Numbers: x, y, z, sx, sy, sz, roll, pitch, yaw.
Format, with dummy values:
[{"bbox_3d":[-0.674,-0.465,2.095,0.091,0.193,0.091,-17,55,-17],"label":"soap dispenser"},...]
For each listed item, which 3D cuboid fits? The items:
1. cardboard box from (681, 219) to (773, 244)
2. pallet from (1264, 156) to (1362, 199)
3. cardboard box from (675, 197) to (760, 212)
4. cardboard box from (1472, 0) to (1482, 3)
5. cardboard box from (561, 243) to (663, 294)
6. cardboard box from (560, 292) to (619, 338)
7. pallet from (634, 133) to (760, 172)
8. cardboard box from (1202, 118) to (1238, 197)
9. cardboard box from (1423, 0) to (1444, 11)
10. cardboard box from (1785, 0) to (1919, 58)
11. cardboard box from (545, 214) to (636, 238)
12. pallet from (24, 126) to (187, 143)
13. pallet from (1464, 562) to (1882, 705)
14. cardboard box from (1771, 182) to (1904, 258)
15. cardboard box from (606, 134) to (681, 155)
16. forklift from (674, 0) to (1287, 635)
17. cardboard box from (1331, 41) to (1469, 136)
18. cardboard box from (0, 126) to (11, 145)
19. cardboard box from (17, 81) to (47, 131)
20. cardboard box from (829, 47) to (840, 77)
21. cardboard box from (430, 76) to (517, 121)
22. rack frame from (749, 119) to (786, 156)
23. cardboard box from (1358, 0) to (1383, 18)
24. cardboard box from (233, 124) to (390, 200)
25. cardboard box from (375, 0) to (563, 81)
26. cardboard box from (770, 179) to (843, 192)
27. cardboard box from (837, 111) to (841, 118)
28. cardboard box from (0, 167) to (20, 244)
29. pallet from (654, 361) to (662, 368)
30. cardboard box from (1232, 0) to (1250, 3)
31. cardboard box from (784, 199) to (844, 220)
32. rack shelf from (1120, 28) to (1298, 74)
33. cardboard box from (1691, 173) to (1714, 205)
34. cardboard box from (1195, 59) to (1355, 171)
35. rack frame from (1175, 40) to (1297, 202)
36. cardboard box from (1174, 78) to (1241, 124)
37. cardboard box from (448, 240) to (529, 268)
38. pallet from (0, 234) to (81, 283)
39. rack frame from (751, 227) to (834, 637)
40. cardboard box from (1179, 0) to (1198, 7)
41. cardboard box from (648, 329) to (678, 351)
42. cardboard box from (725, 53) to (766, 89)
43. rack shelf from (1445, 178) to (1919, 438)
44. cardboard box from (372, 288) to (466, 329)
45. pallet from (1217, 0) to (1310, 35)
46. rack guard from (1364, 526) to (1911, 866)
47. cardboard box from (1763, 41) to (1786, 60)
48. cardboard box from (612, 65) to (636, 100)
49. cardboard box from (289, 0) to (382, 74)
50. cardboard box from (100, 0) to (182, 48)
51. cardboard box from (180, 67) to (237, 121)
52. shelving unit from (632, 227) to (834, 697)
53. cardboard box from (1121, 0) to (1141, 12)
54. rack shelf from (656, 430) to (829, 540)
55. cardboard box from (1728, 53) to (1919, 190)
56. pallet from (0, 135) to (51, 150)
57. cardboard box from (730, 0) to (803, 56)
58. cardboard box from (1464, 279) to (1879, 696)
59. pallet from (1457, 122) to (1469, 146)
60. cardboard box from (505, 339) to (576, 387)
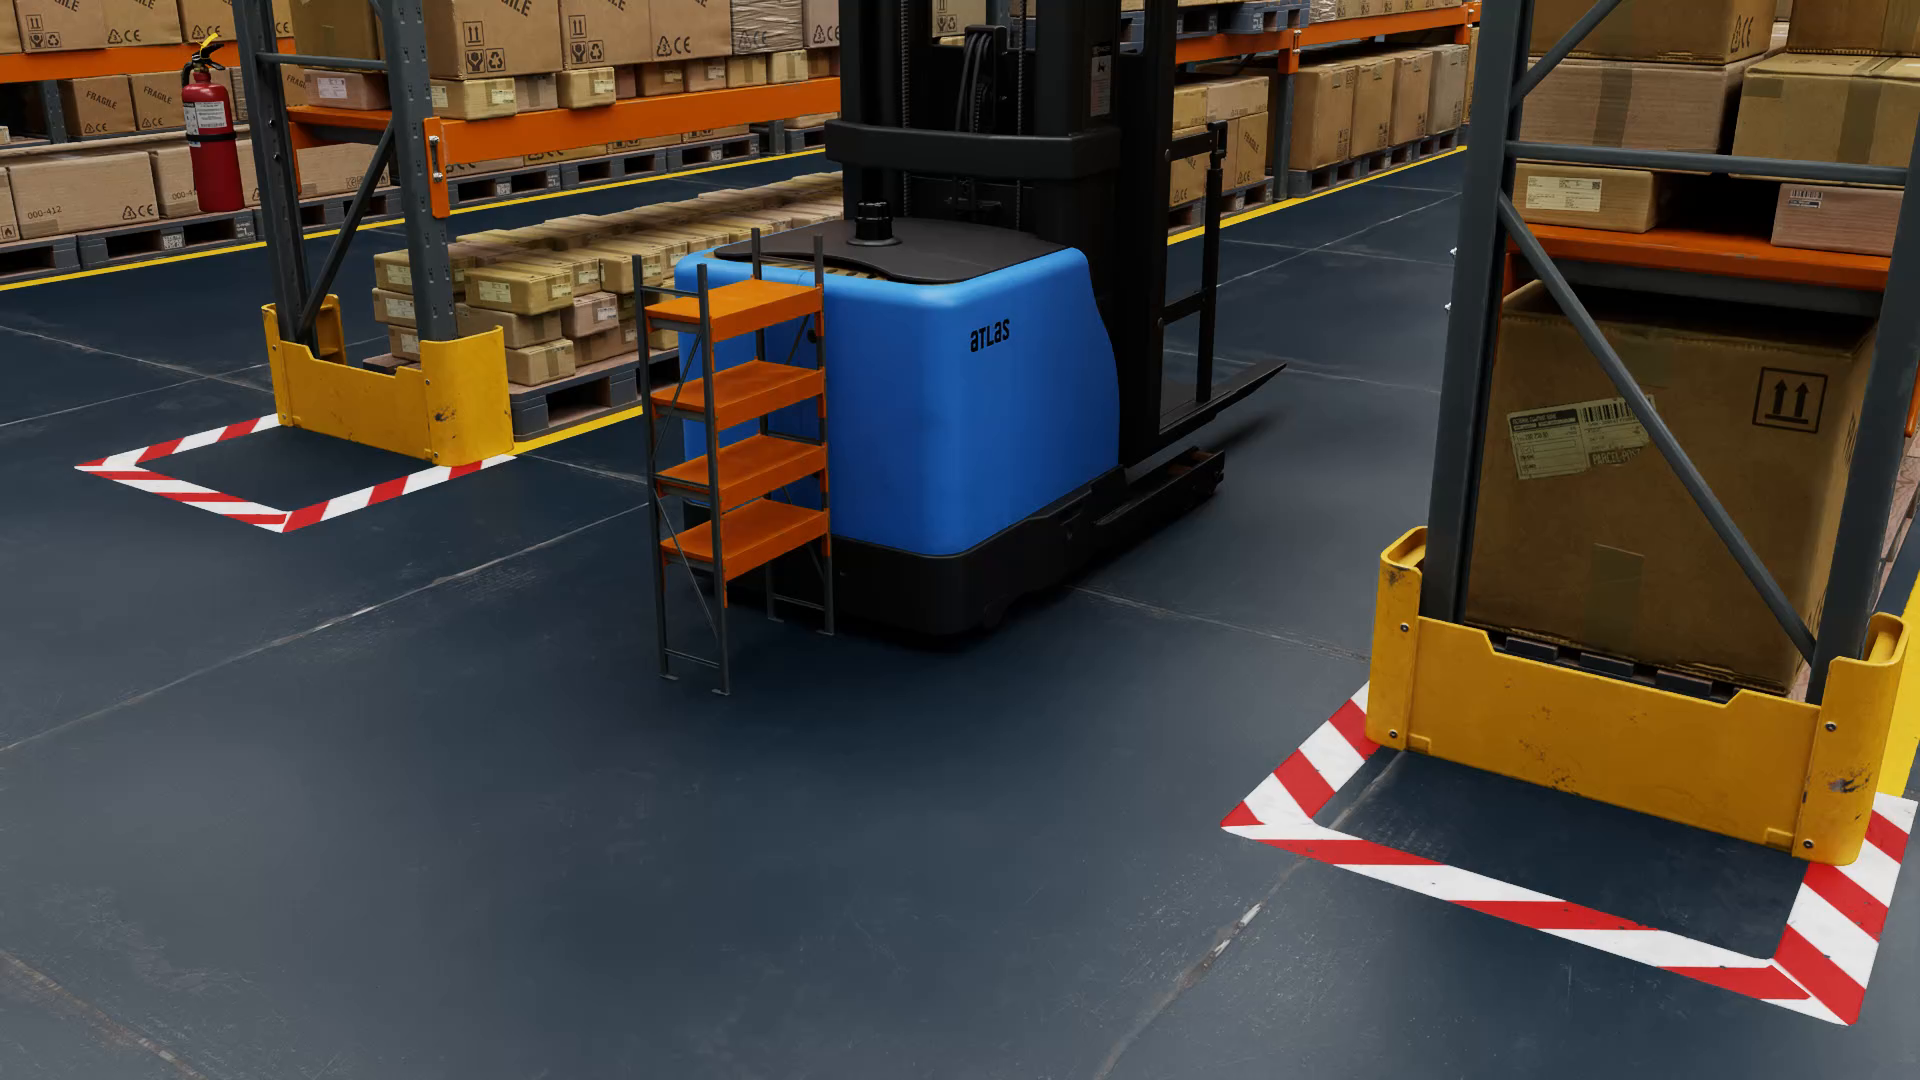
[{"bbox_3d":[-1.113,-1.430,7.953,0.380,0.149,0.250,14,24,33],"label":"cardboard box"},{"bbox_3d":[2.591,-3.024,13.637,1.003,0.211,1.213,13,24,32],"label":"pallet"},{"bbox_3d":[-1.257,-1.673,8.611,0.380,0.149,0.250,12,24,30],"label":"cardboard box"},{"bbox_3d":[4.531,-5.447,15.950,0.875,0.550,0.550,13,24,32],"label":"cardboard box"},{"bbox_3d":[-1.533,-1.198,7.327,0.380,0.149,0.250,13,24,32],"label":"cardboard box"},{"bbox_3d":[-1.704,-0.992,7.199,0.380,0.149,0.250,13,24,32],"label":"cardboard box"},{"bbox_3d":[-2.571,-3.538,15.024,1.003,0.211,1.213,13,24,32],"label":"pallet"},{"bbox_3d":[1.637,-2.757,11.893,0.500,0.500,0.500,14,25,34],"label":"cardboard box"},{"bbox_3d":[3.978,-4.968,14.729,0.500,0.500,0.500,13,24,31],"label":"cardboard box"},{"bbox_3d":[2.408,-1.478,4.144,0.500,0.500,0.500,13,24,31],"label":"cardboard box"},{"bbox_3d":[-1.792,-1.475,8.076,0.380,0.149,0.250,14,25,34],"label":"cardboard box"},{"bbox_3d":[-7.995,-3.809,15.759,1.003,0.211,1.213,13,24,32],"label":"pallet"},{"bbox_3d":[2.018,0.234,4.827,1.003,0.211,1.213,13,24,32],"label":"pallet"},{"bbox_3d":[2.106,-0.749,3.827,0.380,0.149,0.250,14,24,32],"label":"cardboard box"},{"bbox_3d":[-3.027,-3.820,14.227,0.875,0.875,0.875,14,24,32],"label":"cardboard box"},{"bbox_3d":[0.334,-1.560,5.757,1.130,2.935,3.031,12,24,30],"label":"forklift"},{"bbox_3d":[4.059,-4.214,15.472,1.050,0.750,0.750,13,24,32],"label":"cardboard box"},{"bbox_3d":[-8.492,-3.519,14.459,0.380,0.149,0.250,12,24,30],"label":"cardboard box"},{"bbox_3d":[-8.390,-4.099,15.521,0.500,0.500,0.500,13,24,32],"label":"cardboard box"},{"bbox_3d":[-0.678,-2.414,8.330,0.380,0.149,0.250,12,23,30],"label":"cardboard box"},{"bbox_3d":[-1.959,-1.736,6.498,0.380,0.149,0.250,13,24,31],"label":"cardboard box"},{"bbox_3d":[-2.065,-5.057,15.112,1.000,3.000,0.127,13,24,32],"label":"rack frame"},{"bbox_3d":[3.128,-4.535,13.556,0.500,0.500,0.500,13,24,32],"label":"cardboard box"},{"bbox_3d":[-4.756,-2.745,11.951,0.875,0.438,0.875,13,24,31],"label":"cardboard box"},{"bbox_3d":[-1.931,-2.087,6.509,0.500,0.500,0.500,15,25,34],"label":"cardboard box"},{"bbox_3d":[-0.834,-1.904,9.234,0.380,0.149,0.250,13,24,31],"label":"cardboard box"},{"bbox_3d":[-1.331,-4.395,16.505,0.950,0.372,0.625,13,24,31],"label":"cardboard box"},{"bbox_3d":[-6.274,-1.966,9.843,0.875,0.438,0.875,12,24,30],"label":"cardboard box"},{"bbox_3d":[-1.197,-1.114,8.472,1.003,0.211,1.213,13,24,32],"label":"pallet"},{"bbox_3d":[1.760,-3.753,11.344,0.380,0.149,0.250,13,24,31],"label":"cardboard box"},{"bbox_3d":[-0.679,-1.650,8.549,0.380,0.149,0.250,12,23,29],"label":"cardboard box"},{"bbox_3d":[0.961,-3.209,11.155,1.077,0.370,4.000,13,24,32],"label":"rack shelf"},{"bbox_3d":[1.849,-1.025,4.573,0.380,0.149,0.250,13,24,32],"label":"cardboard box"},{"bbox_3d":[2.502,-3.420,13.323,1.050,0.750,0.750,13,24,31],"label":"cardboard box"},{"bbox_3d":[2.085,-4.121,12.581,1.000,3.000,0.127,13,24,32],"label":"rack frame"},{"bbox_3d":[1.643,-3.103,11.746,0.500,0.250,0.500,14,24,33],"label":"cardboard box"},{"bbox_3d":[-2.135,-1.226,7.403,0.380,0.149,0.250,14,24,33],"label":"cardboard box"},{"bbox_3d":[-6.178,-1.698,10.052,1.003,0.211,1.213,13,24,32],"label":"pallet"},{"bbox_3d":[-0.484,-0.296,4.837,0.240,1.200,0.015,12,24,30],"label":"rack frame"},{"bbox_3d":[1.312,-3.523,10.722,0.380,0.149,0.250,12,23,29],"label":"cardboard box"},{"bbox_3d":[-1.405,-0.989,7.618,0.380,0.149,0.250,14,24,32],"label":"cardboard box"},{"bbox_3d":[-1.124,-2.194,7.735,0.380,0.149,0.250,14,25,34],"label":"cardboard box"},{"bbox_3d":[2.758,-1.065,5.358,1.077,0.370,4.000,13,24,32],"label":"rack shelf"},{"bbox_3d":[-2.351,-1.032,7.306,0.380,0.149,0.250,13,24,30],"label":"cardboard box"},{"bbox_3d":[1.773,-3.805,12.005,1.213,0.211,1.003,13,24,32],"label":"pallet"},{"bbox_3d":[1.620,0.350,4.097,1.175,0.500,0.348,13,24,32],"label":"rack guard"},{"bbox_3d":[1.972,-1.234,4.566,0.500,0.250,0.500,13,24,31],"label":"cardboard box"},{"bbox_3d":[-1.622,-1.985,7.171,0.380,0.149,0.250,15,25,34],"label":"cardboard box"},{"bbox_3d":[-2.372,-2.191,6.791,0.500,0.500,0.500,14,24,33],"label":"cardboard box"},{"bbox_3d":[-5.225,-3.330,10.300,0.500,0.500,0.500,14,25,34],"label":"cardboard box"},{"bbox_3d":[-7.388,-4.293,16.044,0.500,0.500,0.500,12,24,30],"label":"cardboard box"},{"bbox_3d":[-0.613,-0.225,4.643,0.258,1.200,0.503,12,24,30],"label":"shelving unit"},{"bbox_3d":[0.875,-3.299,10.116,0.380,0.149,0.250,14,24,32],"label":"cardboard box"},{"bbox_3d":[-0.613,-0.162,4.666,0.258,0.148,0.480,12,24,30],"label":"rack shelf"},{"bbox_3d":[2.127,-0.983,3.887,0.500,0.250,0.500,13,24,30],"label":"cardboard box"},{"bbox_3d":[-8.808,-3.371,14.575,1.003,0.211,1.213,13,24,32],"label":"pallet"},{"bbox_3d":[-1.084,-2.531,7.710,0.500,0.500,0.500,13,24,30],"label":"cardboard box"},{"bbox_3d":[1.927,-0.229,4.517,0.875,0.875,0.875,13,24,32],"label":"cardboard box"},{"bbox_3d":[4.826,-4.163,16.716,1.003,0.211,1.213,13,24,32],"label":"pallet"},{"bbox_3d":[-1.853,-0.773,7.035,0.380,0.149,0.250,14,24,33],"label":"cardboard box"}]
